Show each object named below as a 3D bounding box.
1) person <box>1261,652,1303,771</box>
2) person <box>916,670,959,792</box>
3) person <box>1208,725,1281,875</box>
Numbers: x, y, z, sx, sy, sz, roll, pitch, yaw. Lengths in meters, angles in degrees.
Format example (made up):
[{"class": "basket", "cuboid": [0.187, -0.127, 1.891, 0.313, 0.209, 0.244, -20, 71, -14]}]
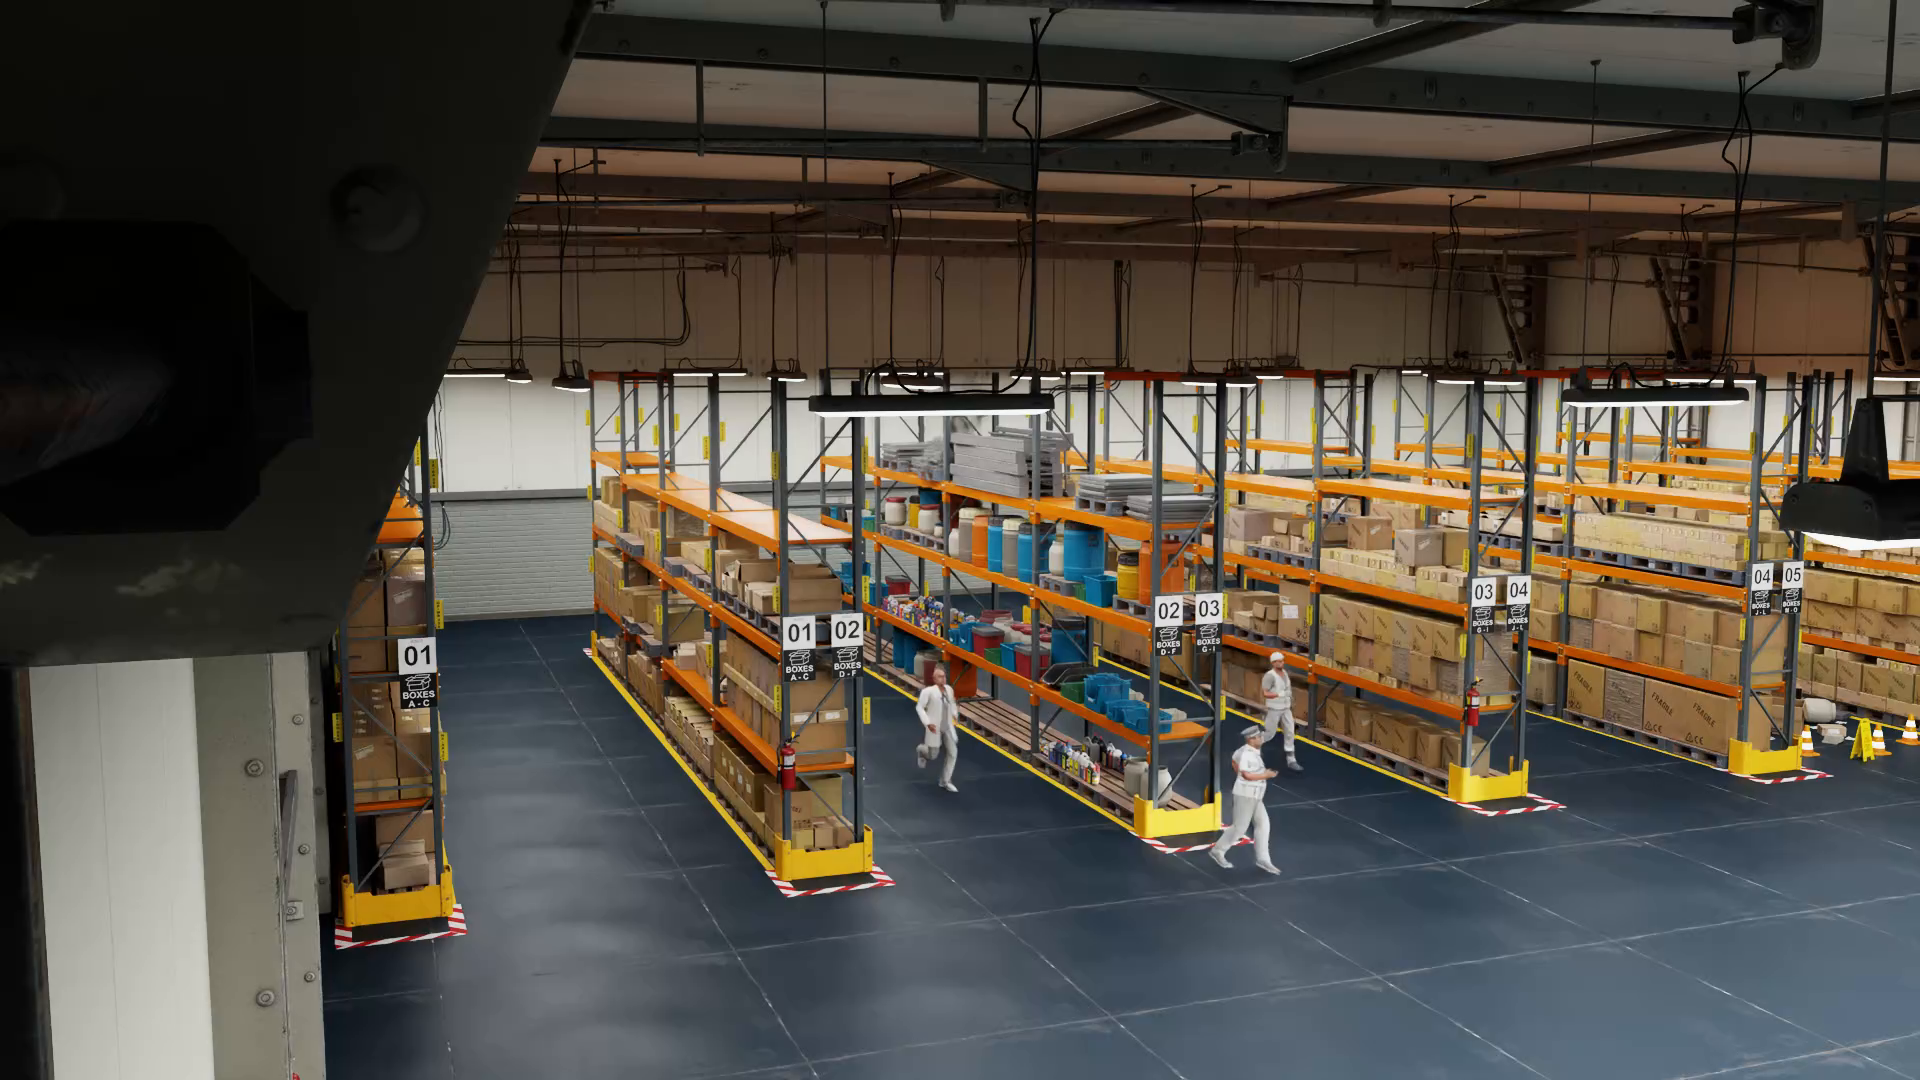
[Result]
[{"class": "person", "cuboid": [4.859, 2.586, 25.445, 0.666, 1.763, 0.985, -5, 8, -35]}, {"class": "person", "cuboid": [-0.319, 2.766, 24.446, 0.714, 1.750, 0.918, -3, 7, -28]}, {"class": "person", "cuboid": [3.551, 3.176, 20.494, 0.875, 1.812, 0.667, 2, 7, 20]}]
